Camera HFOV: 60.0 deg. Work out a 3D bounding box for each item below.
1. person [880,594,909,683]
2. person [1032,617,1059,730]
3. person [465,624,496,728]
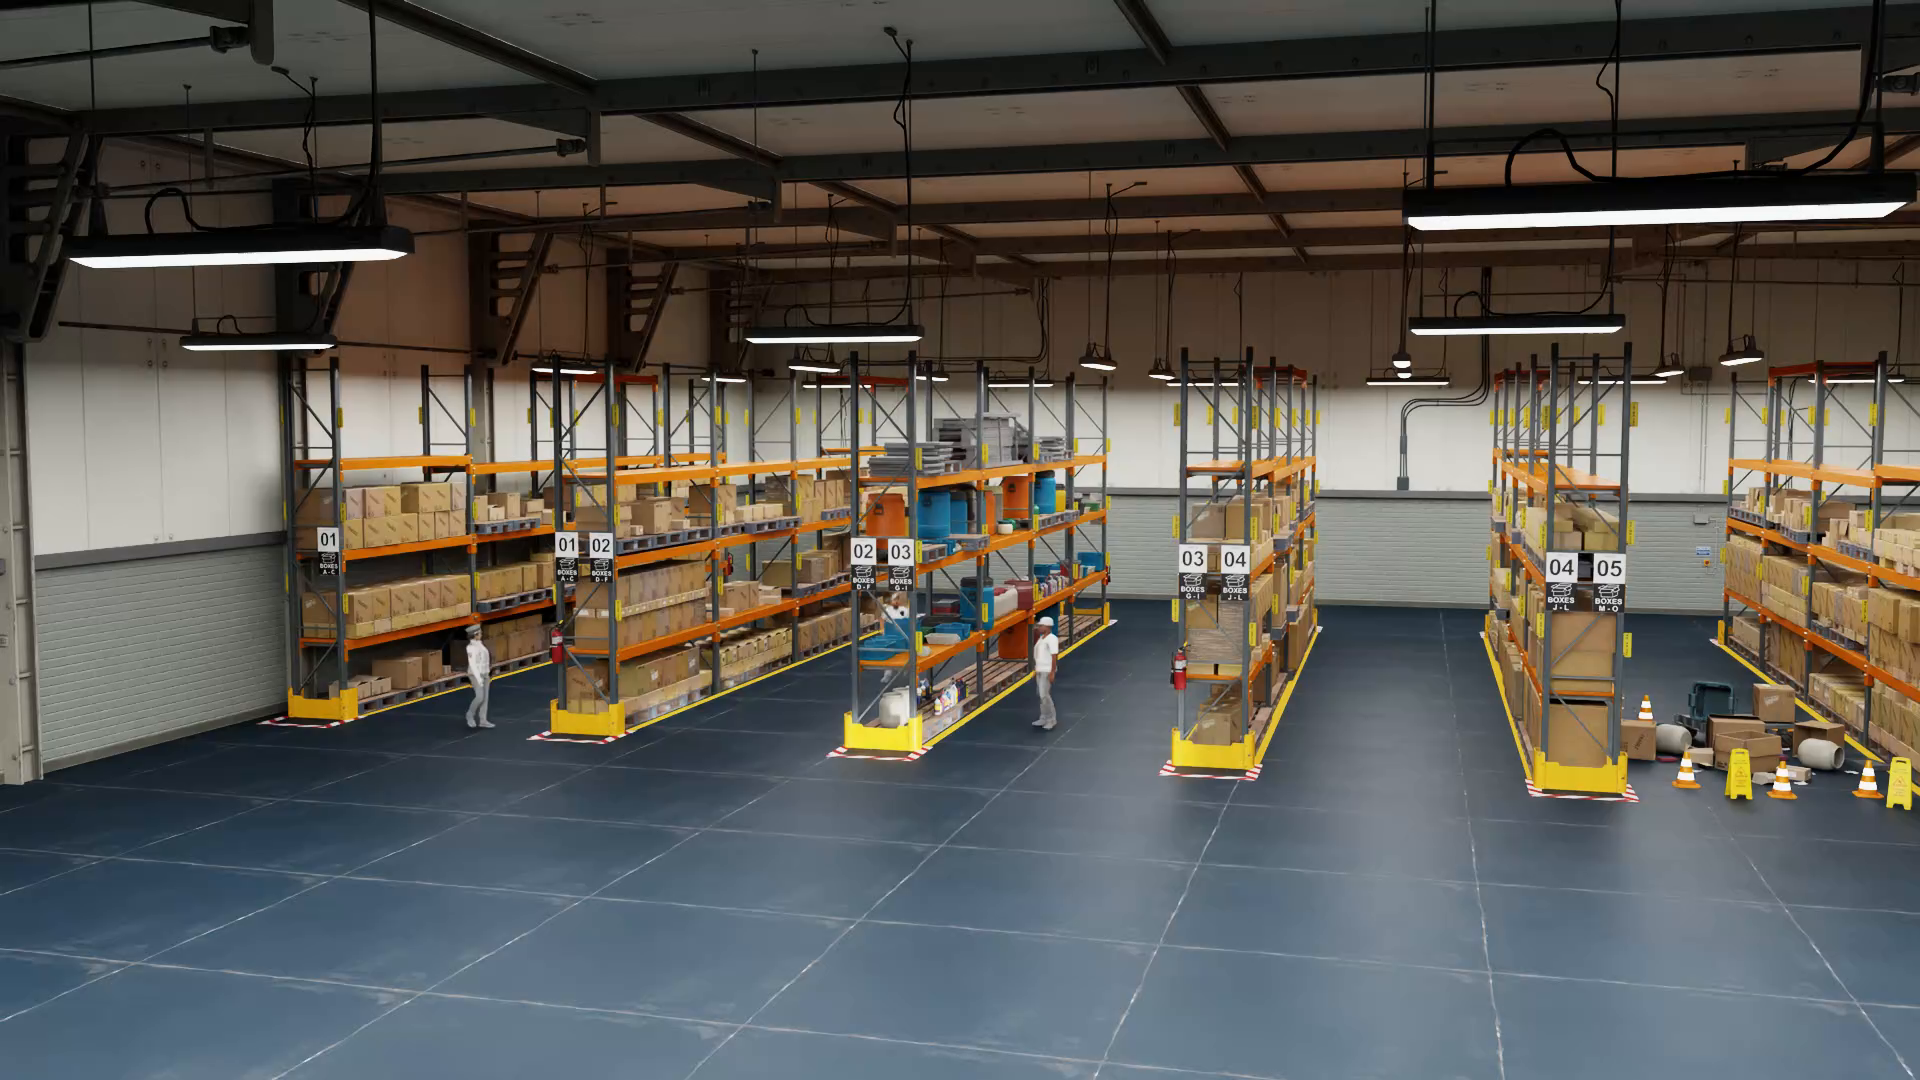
[{"bbox_3d":[-1.264,1.839,31.431,0.658,1.611,0.993,1,4,19],"label":"person"},{"bbox_3d":[1.369,2.149,26.968,0.385,1.805,0.616,-1,4,-16],"label":"person"},{"bbox_3d":[-7.743,2.195,26.834,0.474,1.682,0.504,2,5,22],"label":"person"}]
